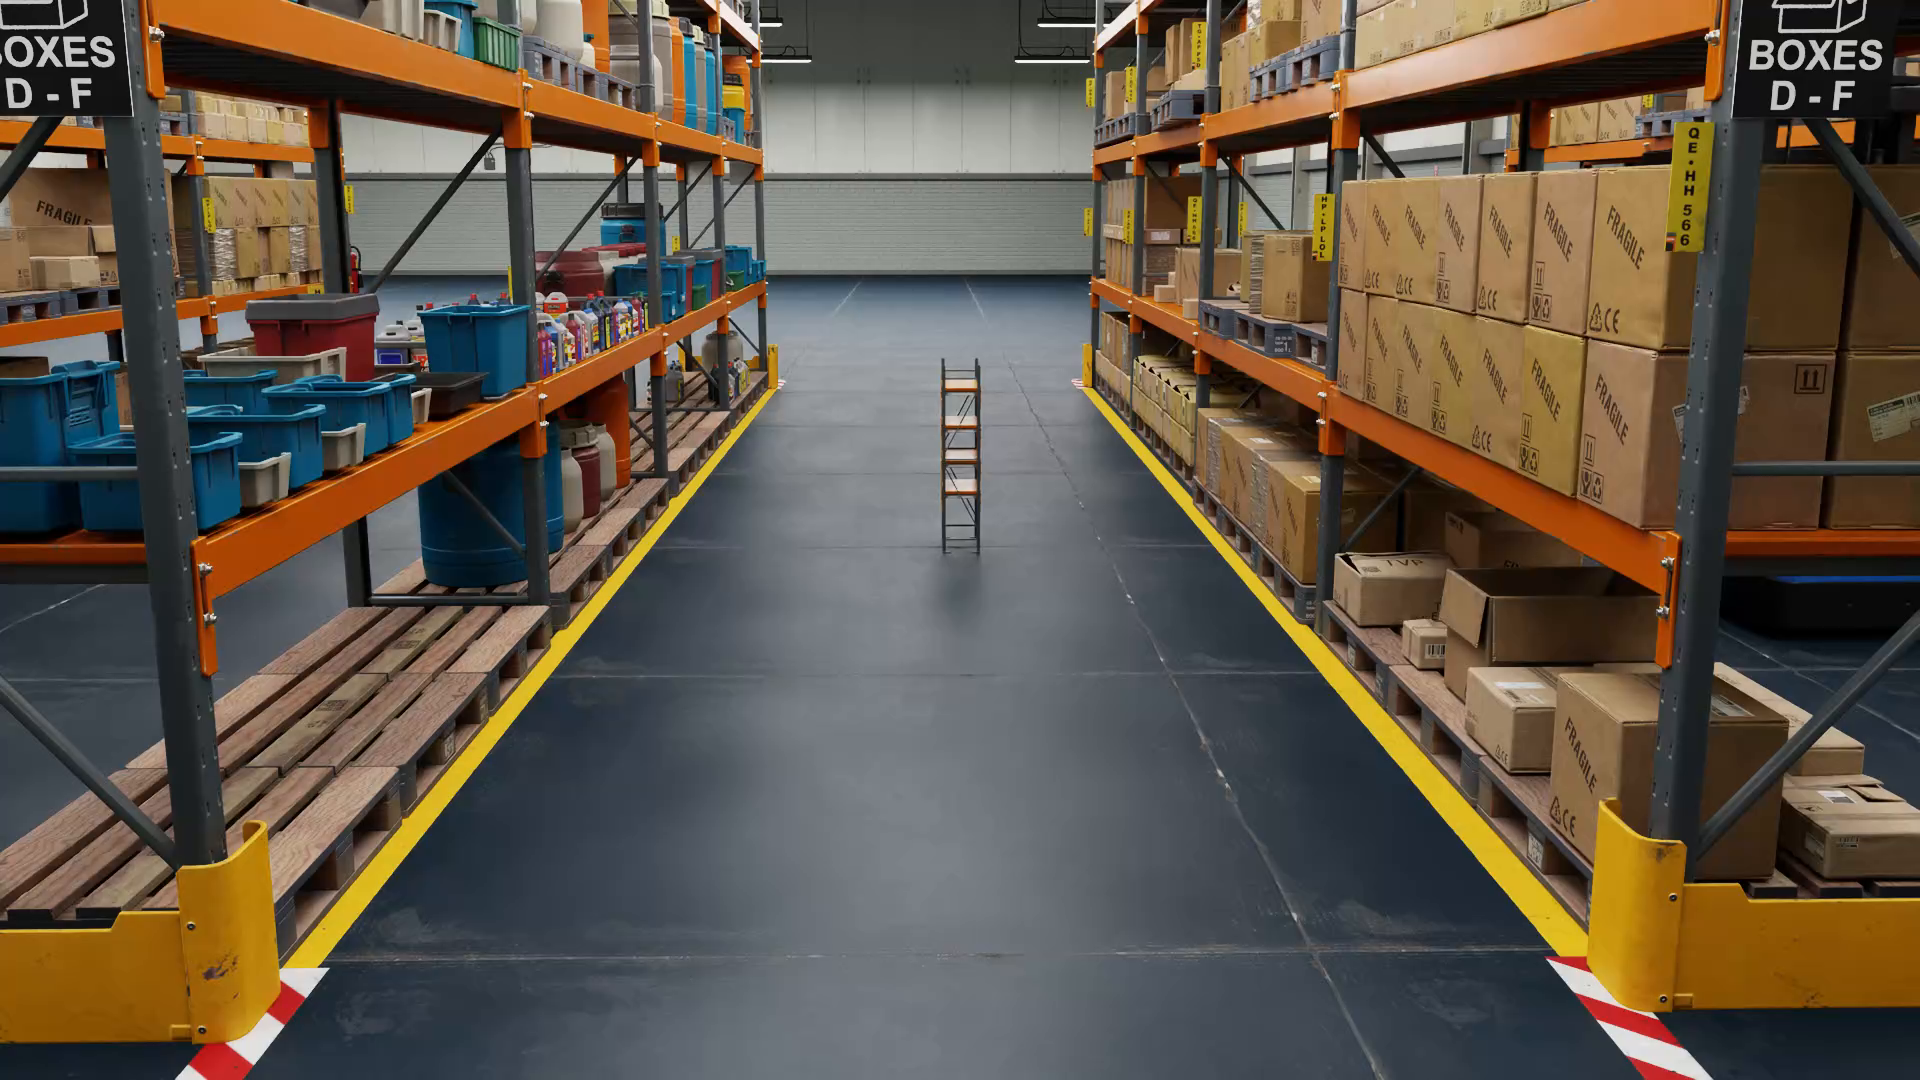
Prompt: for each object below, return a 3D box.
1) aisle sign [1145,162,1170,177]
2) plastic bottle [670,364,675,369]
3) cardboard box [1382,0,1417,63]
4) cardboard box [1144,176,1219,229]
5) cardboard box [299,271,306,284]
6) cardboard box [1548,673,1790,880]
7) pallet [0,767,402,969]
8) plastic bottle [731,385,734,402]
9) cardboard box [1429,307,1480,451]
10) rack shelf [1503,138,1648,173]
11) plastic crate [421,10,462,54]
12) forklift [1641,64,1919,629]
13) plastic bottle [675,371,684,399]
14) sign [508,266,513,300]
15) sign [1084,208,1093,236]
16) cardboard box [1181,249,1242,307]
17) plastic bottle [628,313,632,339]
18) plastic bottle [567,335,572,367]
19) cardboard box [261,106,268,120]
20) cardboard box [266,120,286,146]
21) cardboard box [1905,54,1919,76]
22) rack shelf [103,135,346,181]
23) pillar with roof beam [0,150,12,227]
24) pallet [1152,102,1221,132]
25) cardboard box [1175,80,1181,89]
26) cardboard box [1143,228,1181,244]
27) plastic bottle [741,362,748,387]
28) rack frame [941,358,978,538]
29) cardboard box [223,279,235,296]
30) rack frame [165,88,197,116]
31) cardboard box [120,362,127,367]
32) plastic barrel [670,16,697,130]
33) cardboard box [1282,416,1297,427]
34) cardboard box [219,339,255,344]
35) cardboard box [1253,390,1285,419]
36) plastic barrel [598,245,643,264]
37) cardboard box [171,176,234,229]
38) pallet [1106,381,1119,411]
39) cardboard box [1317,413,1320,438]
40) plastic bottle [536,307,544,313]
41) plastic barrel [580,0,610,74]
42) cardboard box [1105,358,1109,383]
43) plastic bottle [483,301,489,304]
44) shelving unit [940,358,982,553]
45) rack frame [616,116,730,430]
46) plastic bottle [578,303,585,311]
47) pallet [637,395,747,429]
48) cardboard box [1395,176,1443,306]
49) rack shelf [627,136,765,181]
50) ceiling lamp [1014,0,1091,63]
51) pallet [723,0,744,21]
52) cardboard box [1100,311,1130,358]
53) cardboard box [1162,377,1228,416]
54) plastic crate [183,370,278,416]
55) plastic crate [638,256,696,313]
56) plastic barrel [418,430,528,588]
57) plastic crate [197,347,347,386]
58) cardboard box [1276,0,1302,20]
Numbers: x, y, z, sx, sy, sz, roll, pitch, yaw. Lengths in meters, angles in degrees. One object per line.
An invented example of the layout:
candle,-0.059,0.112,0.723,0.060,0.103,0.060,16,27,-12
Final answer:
aisle sign,2.392,-4.651,19.903,0.394,0.787,0.004,0,11,-1
plastic bottle,-3.118,-1.772,18.005,0.097,0.271,0.097,0,11,0
cardboard box,2.117,-2.177,7.078,0.500,0.250,0.500,0,11,-1
cardboard box,2.167,-3.341,16.467,0.700,0.500,0.500,0,11,-1
cardboard box,-7.578,-2.945,18.664,0.380,0.149,0.250,0,11,-1
cardboard box,2.173,0.720,5.146,0.500,0.500,0.500,0,11,-1
pallet,-2.500,1.040,5.403,1.003,0.211,1.213,0,11,-1
plastic bottle,-2.343,-1.498,16.830,0.097,0.201,0.097,0,11,0
cardboard box,2.120,-0.622,6.328,0.500,0.500,0.500,0,11,-2
rack shelf,7.094,-4.104,18.008,1.077,0.370,4.000,0,11,-1
plastic crate,-2.198,-2.047,6.726,0.293,0.136,0.466,0,11,-1
forklift,4.613,-1.217,9.688,1.130,2.935,3.031,0,11,-2
plastic bottle,-2.928,-1.599,17.143,0.152,0.276,0.135,0,11,-1
sign,-3.237,-1.829,12.121,0.100,0.325,0.005,0,11,-1
sign,1.545,-3.825,19.992,0.100,0.325,0.005,0,11,-1
cardboard box,2.203,-2.260,14.402,0.500,0.500,0.500,0,11,-1
plastic bottle,-2.258,-1.450,11.162,0.097,0.201,0.097,0,11,0
plastic bottle,-2.218,-1.069,9.285,0.097,0.201,0.097,0,11,0
cardboard box,-7.525,-4.496,17.505,0.380,0.149,0.250,0,11,0
cardboard box,-7.510,-4.324,17.659,0.500,0.250,0.500,0,11,-2
cardboard box,7.433,-3.467,12.756,0.500,0.500,0.500,0,11,-1
rack shelf,-7.763,-4.043,17.708,1.077,0.370,4.000,0,11,-1
pillar with roof beam,-19.754,-10.848,41.895,9.100,9.000,0.548,0,11,-1
pallet,2.135,-3.507,13.732,1.003,0.211,1.213,0,11,1
cardboard box,2.200,-3.938,14.704,0.500,0.250,0.500,-1,12,-7
cardboard box,1.962,-2.988,16.359,0.380,0.149,0.250,0,11,-1
plastic bottle,-2.399,-1.811,18.183,0.152,0.276,0.135,0,11,-1
rack frame,-0.002,-0.604,11.017,0.240,1.200,0.015,0,11,-1
cardboard box,-7.418,-2.498,16.462,0.380,0.149,0.250,0,11,-1
rack frame,-7.722,-5.468,15.378,1.000,3.000,0.127,0,11,-1
cardboard box,-7.731,-1.396,15.577,0.700,0.500,0.500,-1,12,-6
plastic barrel,-2.516,-3.904,13.951,0.600,0.901,0.708,0,11,-1
cardboard box,2.519,-0.578,11.545,0.500,0.500,0.500,0,11,1
cardboard box,-7.768,-1.936,18.290,0.500,0.500,0.500,1,11,4
cardboard box,2.548,-1.011,12.947,0.500,0.311,0.500,0,11,1
plastic barrel,-2.954,-2.278,14.401,0.433,0.535,0.433,0,11,0
cardboard box,-7.477,-3.303,16.282,0.500,0.500,0.500,0,11,-1
pallet,2.180,-1.603,18.427,1.003,0.211,1.213,0,11,-1
cardboard box,2.550,-0.731,10.413,0.500,0.250,0.500,0,11,-2
plastic bottle,-2.868,-1.481,11.312,0.097,0.201,0.097,0,11,0
plastic barrel,-2.679,-3.526,11.217,0.600,0.830,0.708,0,11,-1
cardboard box,1.912,-1.915,18.813,0.500,0.250,0.500,0,11,-1
plastic bottle,-3.023,-1.379,10.604,0.061,0.283,0.133,0,11,-1
shelving unit,0.003,-0.555,10.778,0.258,1.200,0.503,0,11,-1
rack frame,-2.770,-2.548,16.075,1.000,3.000,0.127,0,11,-1
plastic bottle,-2.369,-1.353,10.476,0.061,0.283,0.133,0,11,-1
pallet,-2.742,-1.315,17.011,1.003,0.211,1.213,0,11,-1
cardboard box,2.097,-1.217,6.747,0.500,0.500,0.500,-1,11,-3
rack shelf,-2.811,-4.063,17.808,1.077,0.370,4.000,0,11,-1
ceiling lamp,2.432,-14.224,43.858,2.000,3.185,0.800,0,11,-1
pallet,-2.843,-5.607,17.543,1.003,0.211,1.213,0,11,-1
cardboard box,1.901,-2.382,19.228,0.500,0.500,0.500,0,11,-1
cardboard box,1.983,-1.212,13.940,0.500,0.311,0.500,0,11,-2
plastic crate,-2.821,-0.517,6.335,0.416,0.233,0.300,0,11,-1
plastic crate,-2.415,-2.107,13.739,0.402,0.464,0.583,0,11,-1
plastic barrel,-2.599,-0.244,8.937,0.600,0.901,0.708,0,11,-1
plastic crate,-2.757,-0.625,6.742,0.437,0.282,0.530,0,11,-1
cardboard box,2.289,-3.492,10.418,0.500,0.500,0.500,0,11,-1
